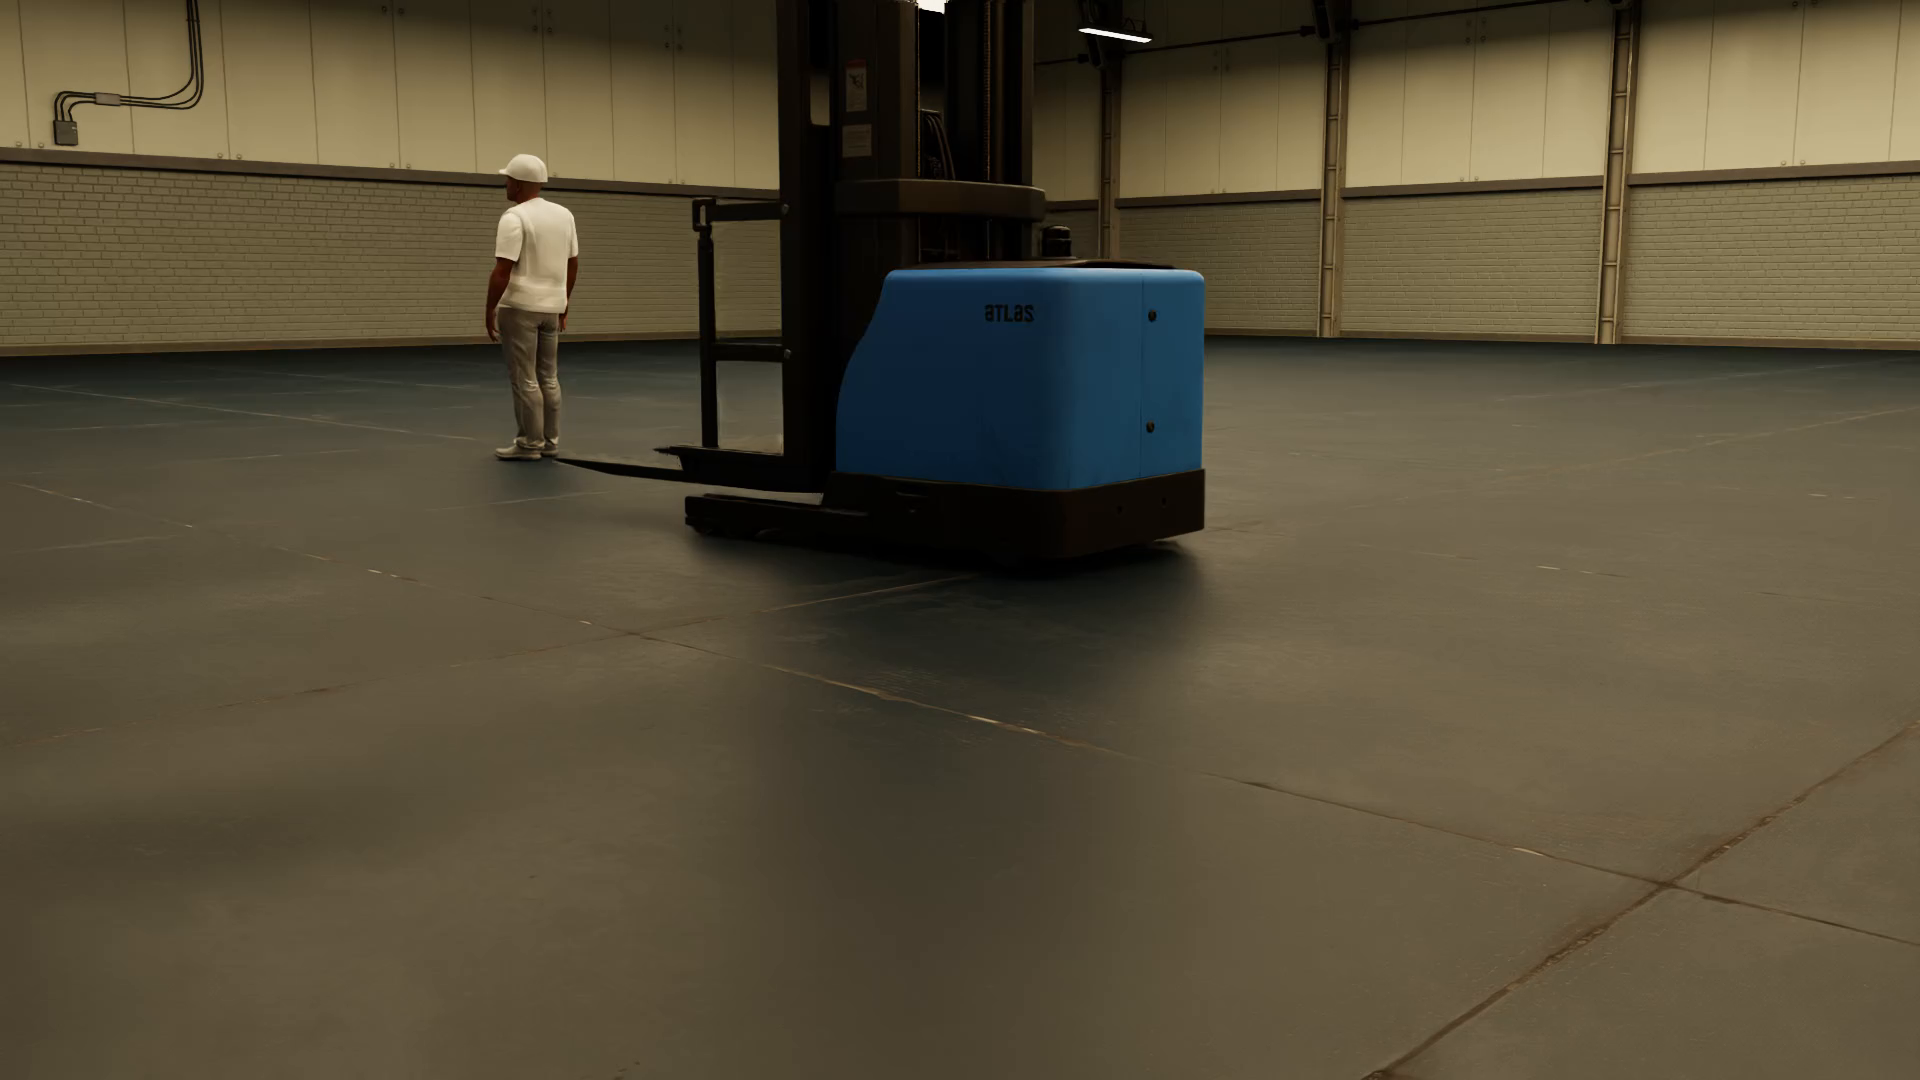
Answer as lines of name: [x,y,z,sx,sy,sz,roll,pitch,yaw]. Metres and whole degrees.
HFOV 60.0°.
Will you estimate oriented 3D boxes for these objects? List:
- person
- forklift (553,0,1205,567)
person: [-2.576,-1.360,9.783,0.563,1.768,0.664,5,10,30]
forklift: [-0.510,-1.507,6.881,3.031,2.935,1.130,7,11,38]
